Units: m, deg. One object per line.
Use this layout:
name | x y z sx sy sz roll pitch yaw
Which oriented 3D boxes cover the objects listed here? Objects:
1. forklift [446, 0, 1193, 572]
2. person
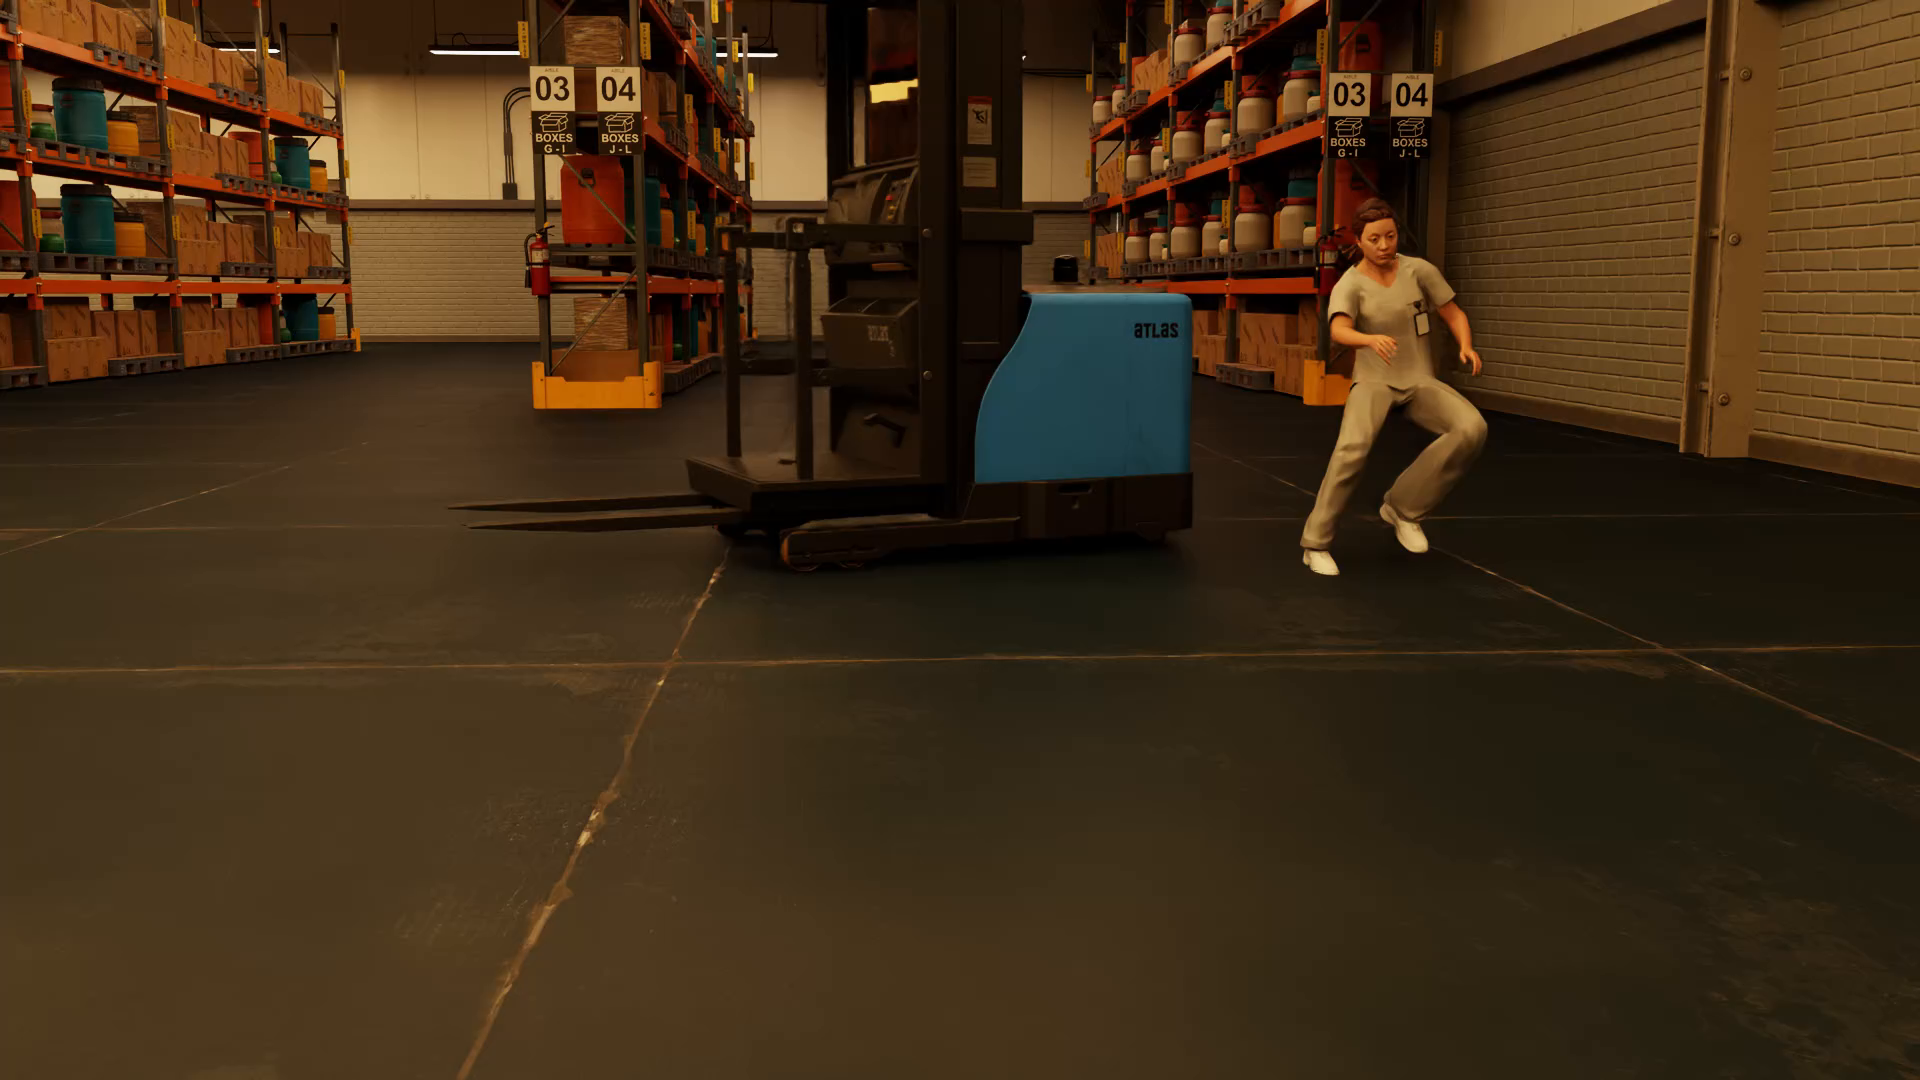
forklift | -0.558 -1.412 6.837 3.031 2.935 1.130 -4 9 -24
person | 1.706 -0.612 6.555 0.719 1.469 0.717 -1 8 -6
